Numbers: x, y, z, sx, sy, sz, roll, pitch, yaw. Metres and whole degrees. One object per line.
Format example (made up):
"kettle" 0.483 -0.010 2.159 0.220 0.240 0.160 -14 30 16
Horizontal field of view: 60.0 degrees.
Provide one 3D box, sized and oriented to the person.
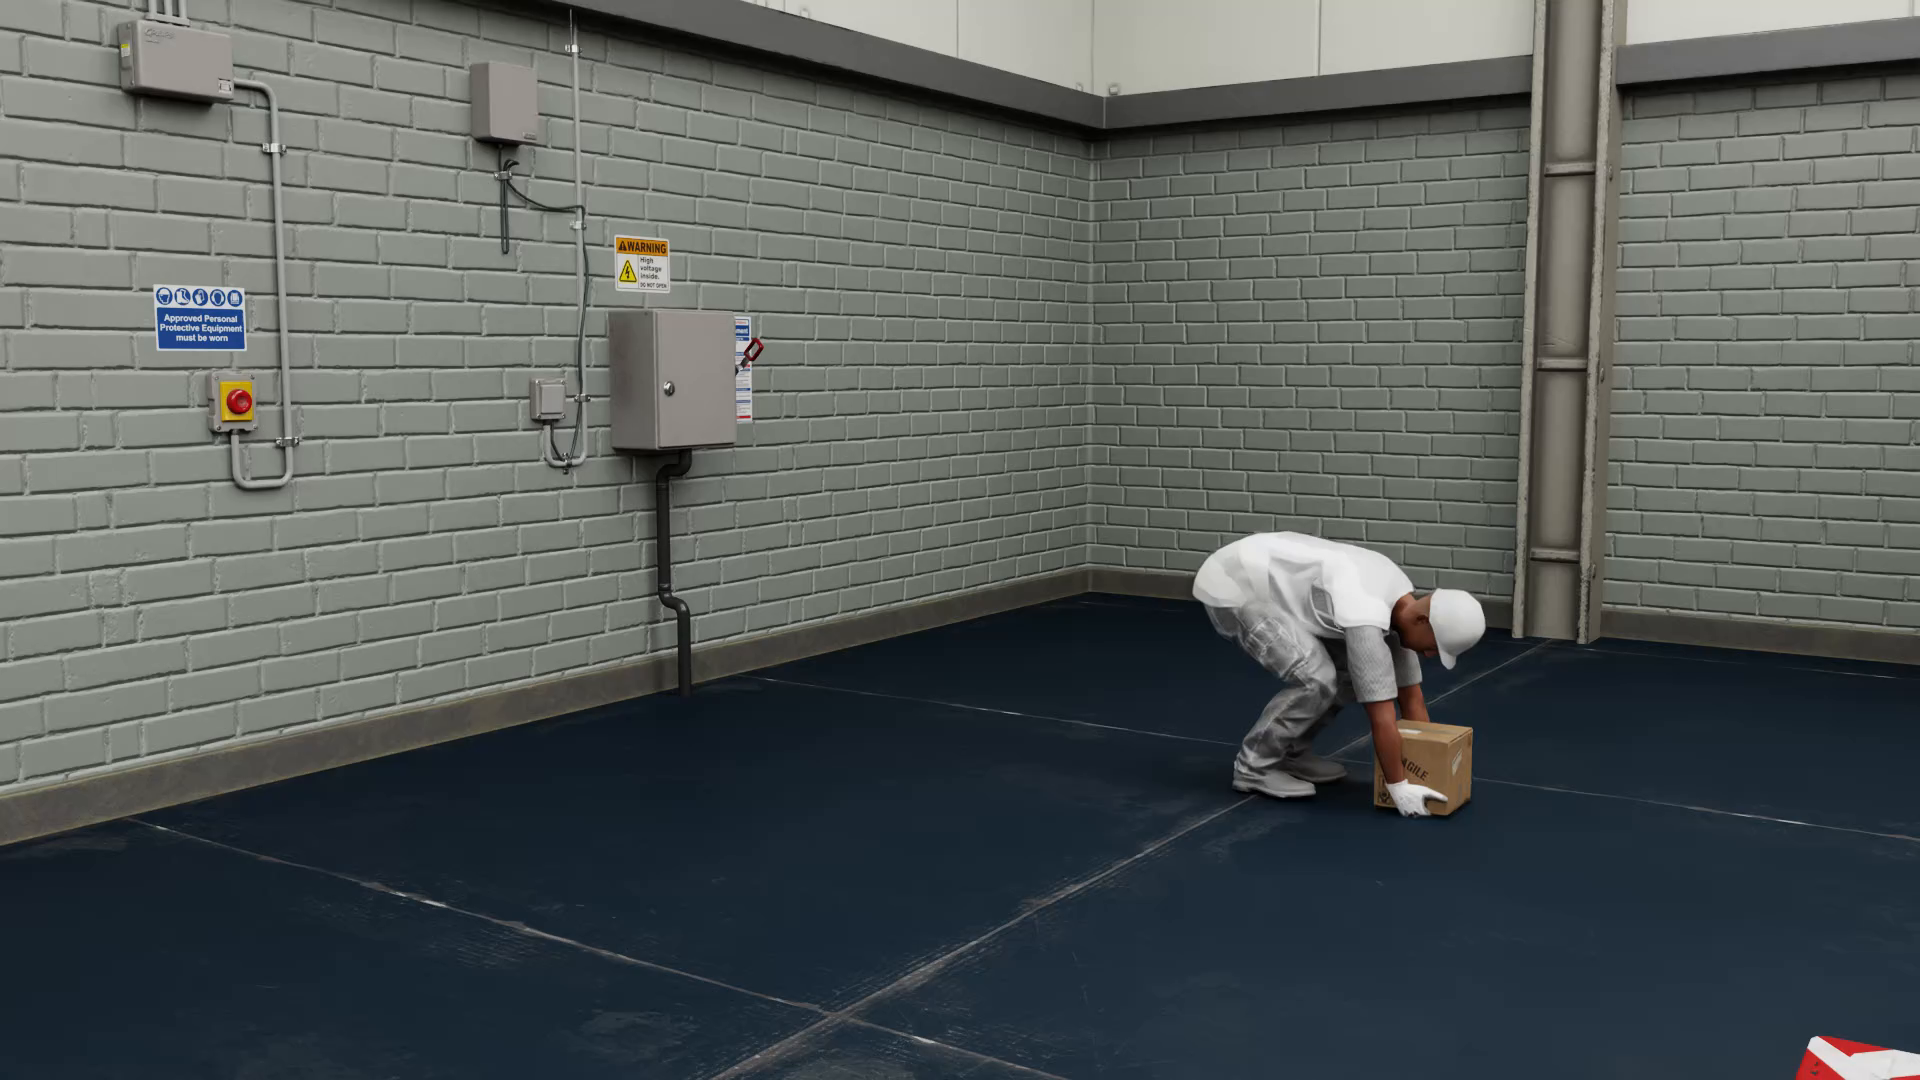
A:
"person" 1.300 0.435 5.740 0.986 0.917 0.534 4 7 31
